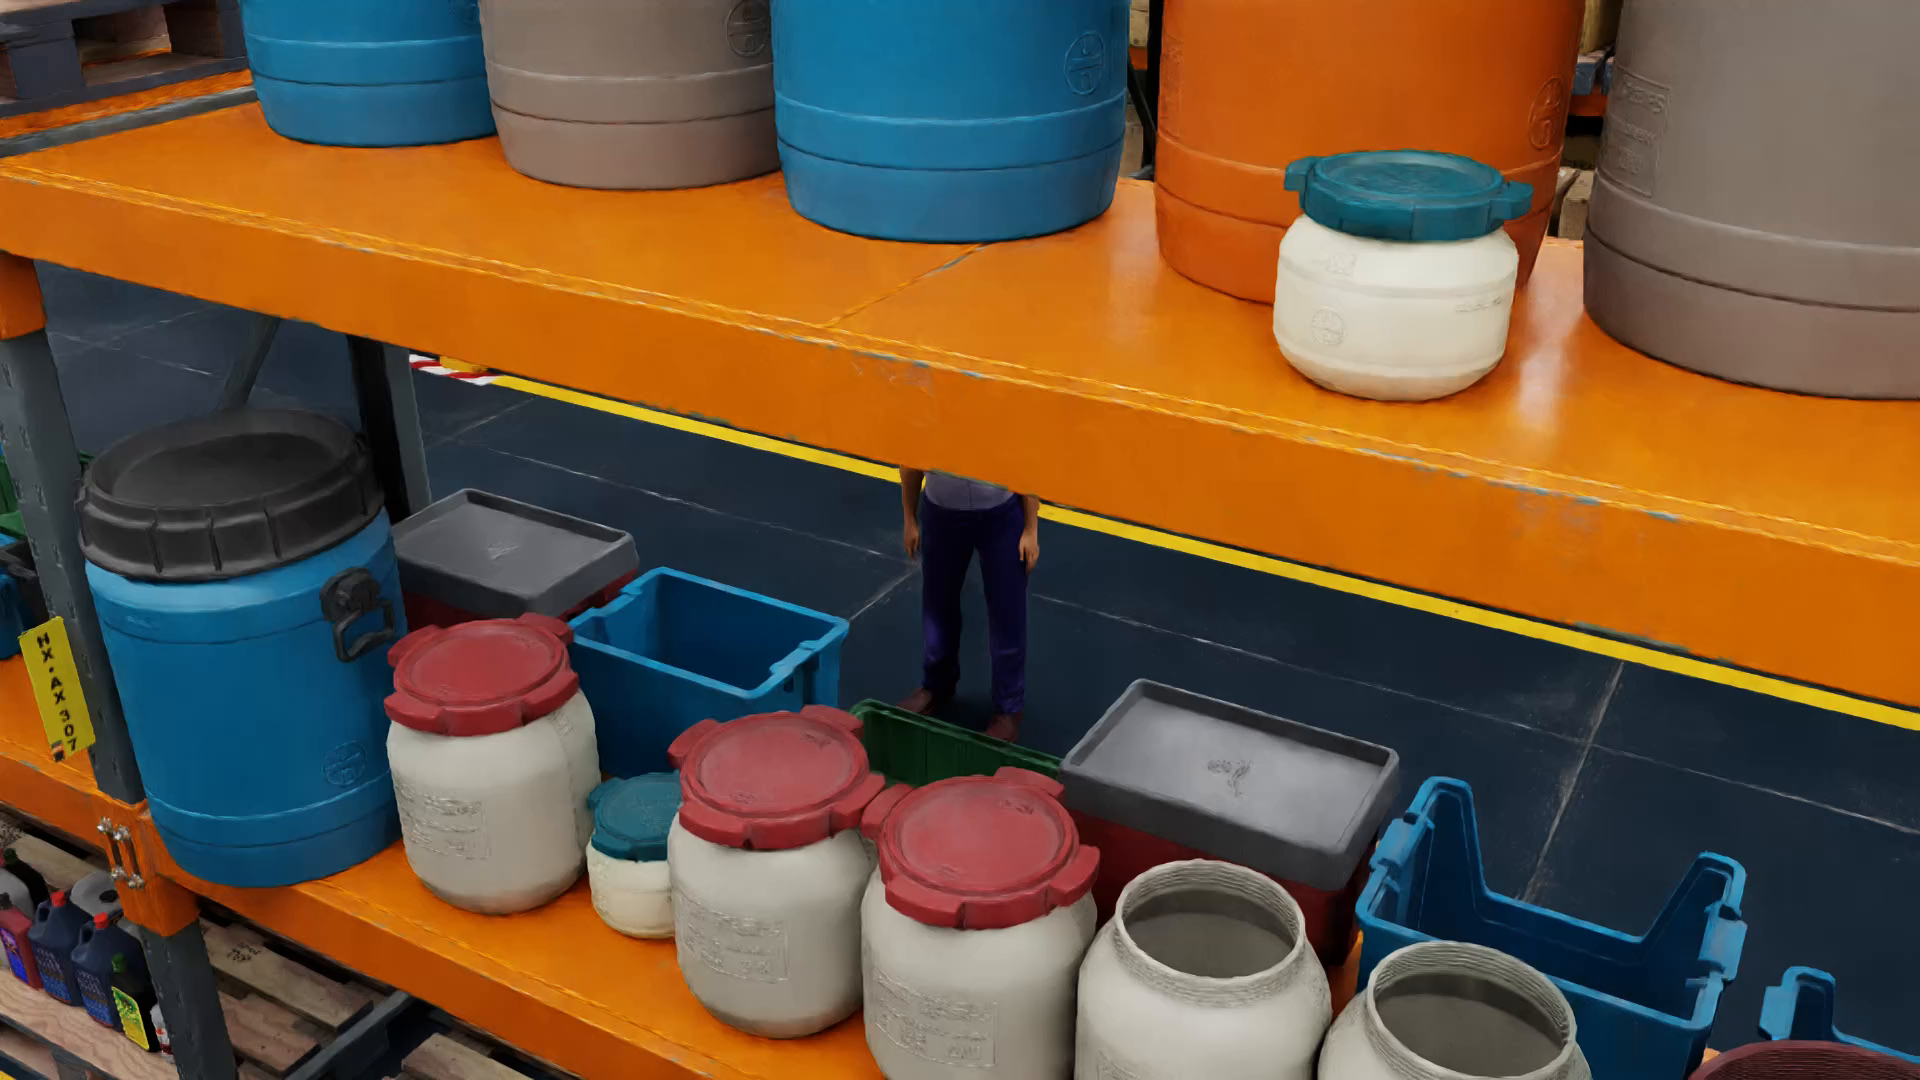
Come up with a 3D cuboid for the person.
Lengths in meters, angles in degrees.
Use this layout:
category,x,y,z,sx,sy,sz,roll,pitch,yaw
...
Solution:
category,x,y,z,sx,sy,sz,roll,pitch,yaw
person,0.018,-0.025,6.130,0.560,1.657,0.452,6,27,11
